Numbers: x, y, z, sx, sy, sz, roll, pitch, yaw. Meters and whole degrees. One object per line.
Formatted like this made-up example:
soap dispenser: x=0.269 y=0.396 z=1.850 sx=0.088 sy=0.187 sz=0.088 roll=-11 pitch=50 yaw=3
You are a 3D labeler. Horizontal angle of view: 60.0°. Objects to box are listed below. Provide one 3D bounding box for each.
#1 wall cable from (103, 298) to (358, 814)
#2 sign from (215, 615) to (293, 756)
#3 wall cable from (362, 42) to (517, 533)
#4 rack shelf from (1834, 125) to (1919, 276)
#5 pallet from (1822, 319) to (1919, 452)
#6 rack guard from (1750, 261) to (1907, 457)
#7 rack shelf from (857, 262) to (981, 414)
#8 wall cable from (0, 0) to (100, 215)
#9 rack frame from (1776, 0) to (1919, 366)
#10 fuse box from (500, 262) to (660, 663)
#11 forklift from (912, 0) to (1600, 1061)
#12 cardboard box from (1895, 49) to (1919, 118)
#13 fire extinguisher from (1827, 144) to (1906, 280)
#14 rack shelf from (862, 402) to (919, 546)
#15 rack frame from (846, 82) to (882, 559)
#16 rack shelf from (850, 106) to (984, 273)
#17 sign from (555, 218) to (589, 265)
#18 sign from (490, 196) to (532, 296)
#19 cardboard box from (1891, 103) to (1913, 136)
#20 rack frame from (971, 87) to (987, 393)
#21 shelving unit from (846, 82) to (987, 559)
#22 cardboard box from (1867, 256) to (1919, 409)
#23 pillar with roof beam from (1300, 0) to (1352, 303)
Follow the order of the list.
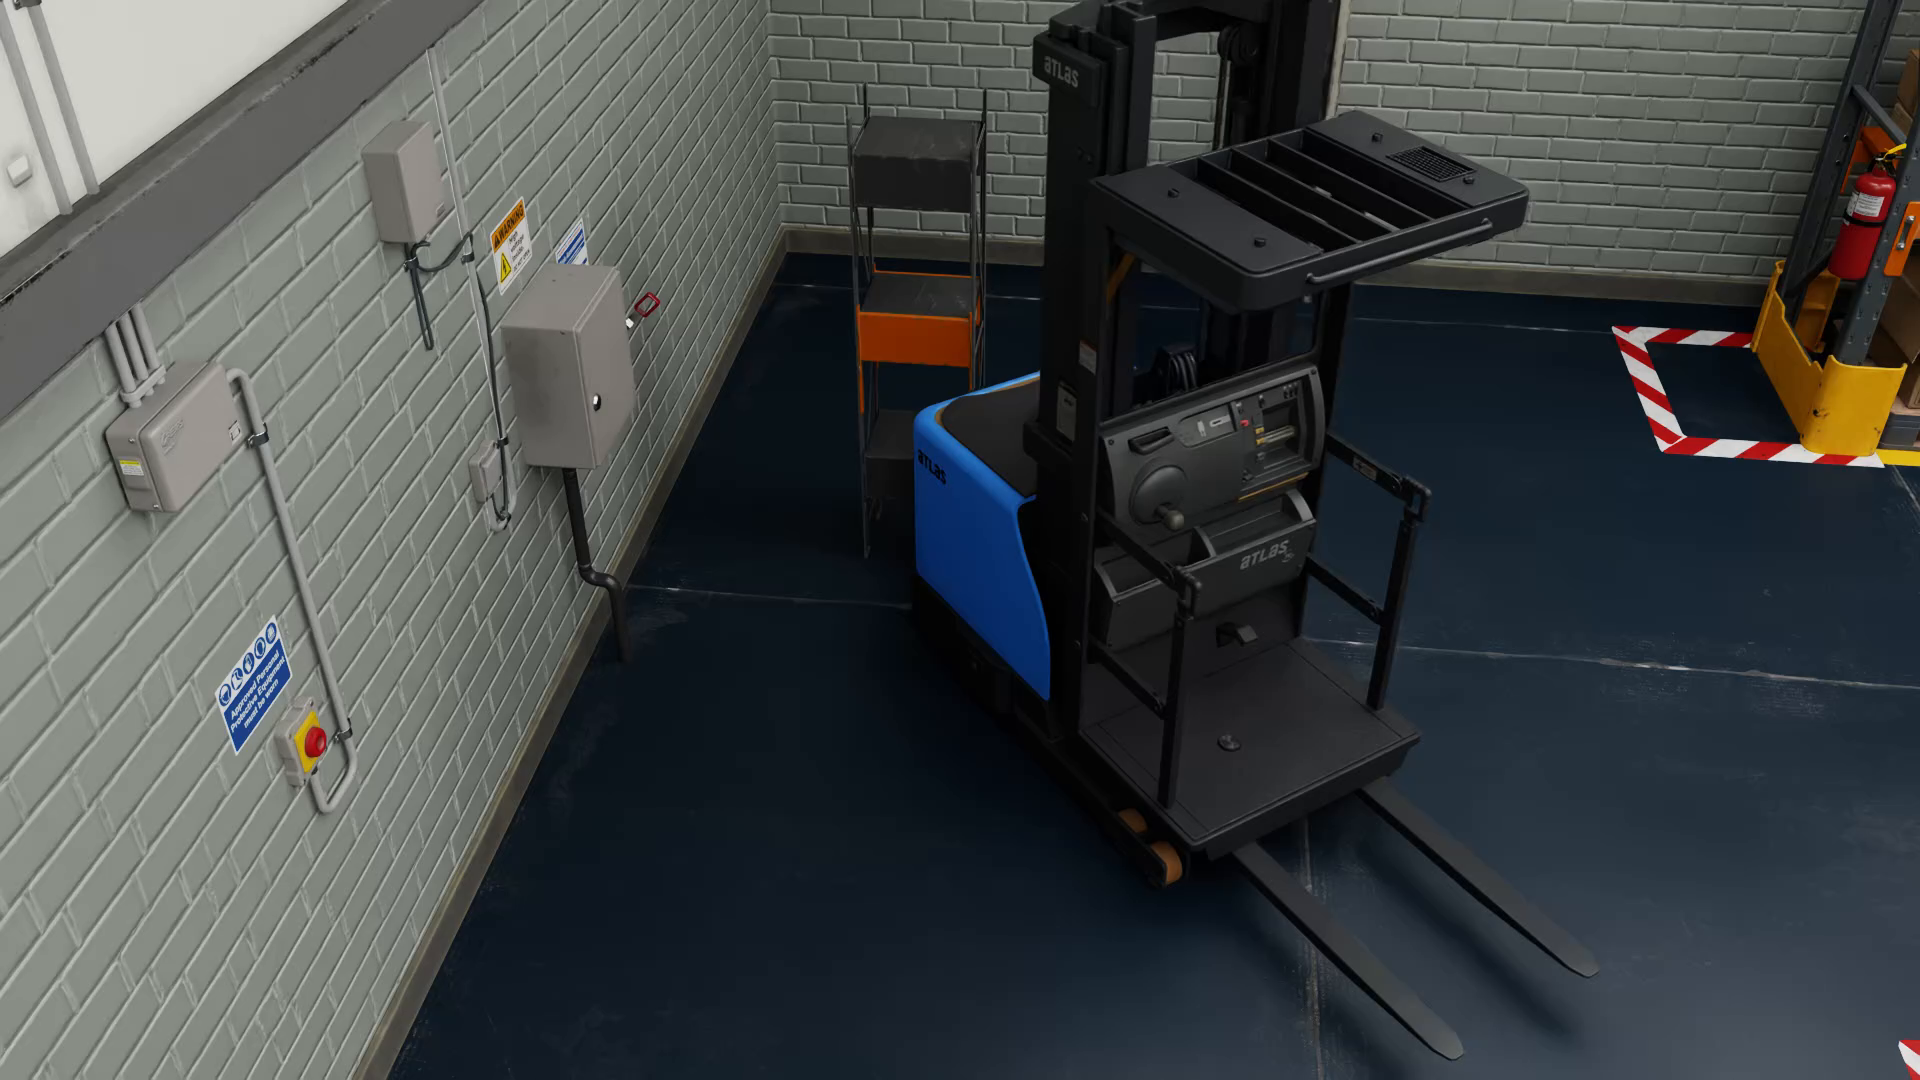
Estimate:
wall cable: x=-1.798 y=0.042 z=4.208 sx=0.123 sy=1.953 sz=0.585 roll=4 pitch=36 yaw=6
sign: x=-1.865 y=0.381 z=4.401 sx=0.001 sy=0.218 sz=0.327 roll=4 pitch=36 yaw=6
wall cable: x=-1.629 y=-0.763 z=5.363 sx=0.122 sy=1.984 sz=0.588 roll=4 pitch=36 yaw=6
rack shelf: x=6.410 y=-1.548 z=7.956 sx=4.000 sy=0.370 sz=1.077 roll=4 pitch=36 yaw=6
pallet: x=5.293 y=-0.789 z=8.674 sx=1.213 sy=0.211 sz=1.003 roll=4 pitch=36 yaw=6
rack guard: x=4.502 y=-0.965 z=8.672 sx=0.348 sy=0.500 sz=1.175 roll=4 pitch=36 yaw=6
rack shelf: x=-0.164 y=-0.856 z=7.165 sx=0.480 sy=0.518 sz=0.431 roll=4 pitch=36 yaw=6
wall cable: x=-1.880 y=-1.829 z=2.566 sx=0.029 sy=3.000 sz=0.463 roll=4 pitch=36 yaw=6
rack frame: x=4.426 y=-1.988 z=7.954 sx=0.127 sy=3.000 sz=1.000 roll=4 pitch=36 yaw=6
fuse box: x=-1.386 y=-0.207 z=6.567 sx=0.414 sy=1.711 sz=0.539 roll=4 pitch=36 yaw=6
forklift: x=1.001 y=-0.257 z=5.587 sx=1.130 sy=2.935 sz=3.031 roll=-20 pitch=40 yaw=-25
cardboard box: x=4.916 y=-2.167 z=8.078 sx=0.500 sy=0.250 sz=0.500 roll=5 pitch=36 yaw=7
fire extinguisher: x=4.221 y=-1.550 z=7.727 sx=0.183 sy=0.674 sz=0.296 roll=4 pitch=36 yaw=6
rack shelf: x=-0.164 y=-0.286 z=7.572 sx=0.480 sy=0.518 sz=0.431 roll=4 pitch=36 yaw=6
rack frame: x=-0.406 y=-0.885 z=7.183 sx=0.015 sy=2.100 sz=0.400 roll=4 pitch=36 yaw=6
rack shelf: x=-0.164 y=-1.426 z=6.758 sx=0.480 sy=0.518 sz=0.431 roll=4 pitch=36 yaw=6
sign: x=-1.528 y=-0.993 z=6.641 sx=0.001 sy=0.494 sz=0.329 roll=4 pitch=36 yaw=6
sign: x=-1.598 y=-1.051 z=5.930 sx=0.001 sy=0.242 sz=0.339 roll=4 pitch=36 yaw=6
cardboard box: x=4.789 y=-2.016 z=8.209 sx=0.250 sy=0.149 sz=0.380 roll=4 pitch=36 yaw=5
rack frame: x=0.078 y=-0.849 z=7.132 sx=0.015 sy=2.100 sz=0.400 roll=4 pitch=36 yaw=6
shelving unit: x=-0.164 y=-0.867 z=7.157 sx=0.503 sy=2.100 sz=0.431 roll=4 pitch=36 yaw=6
cardboard box: x=5.021 y=-1.043 z=8.417 sx=0.637 sy=0.503 sz=0.797 roll=3 pitch=36 yaw=4
pillar with roof beam: x=1.318 y=-2.669 z=3.743 sx=0.400 sy=9.000 sz=9.100 roll=4 pitch=36 yaw=6
